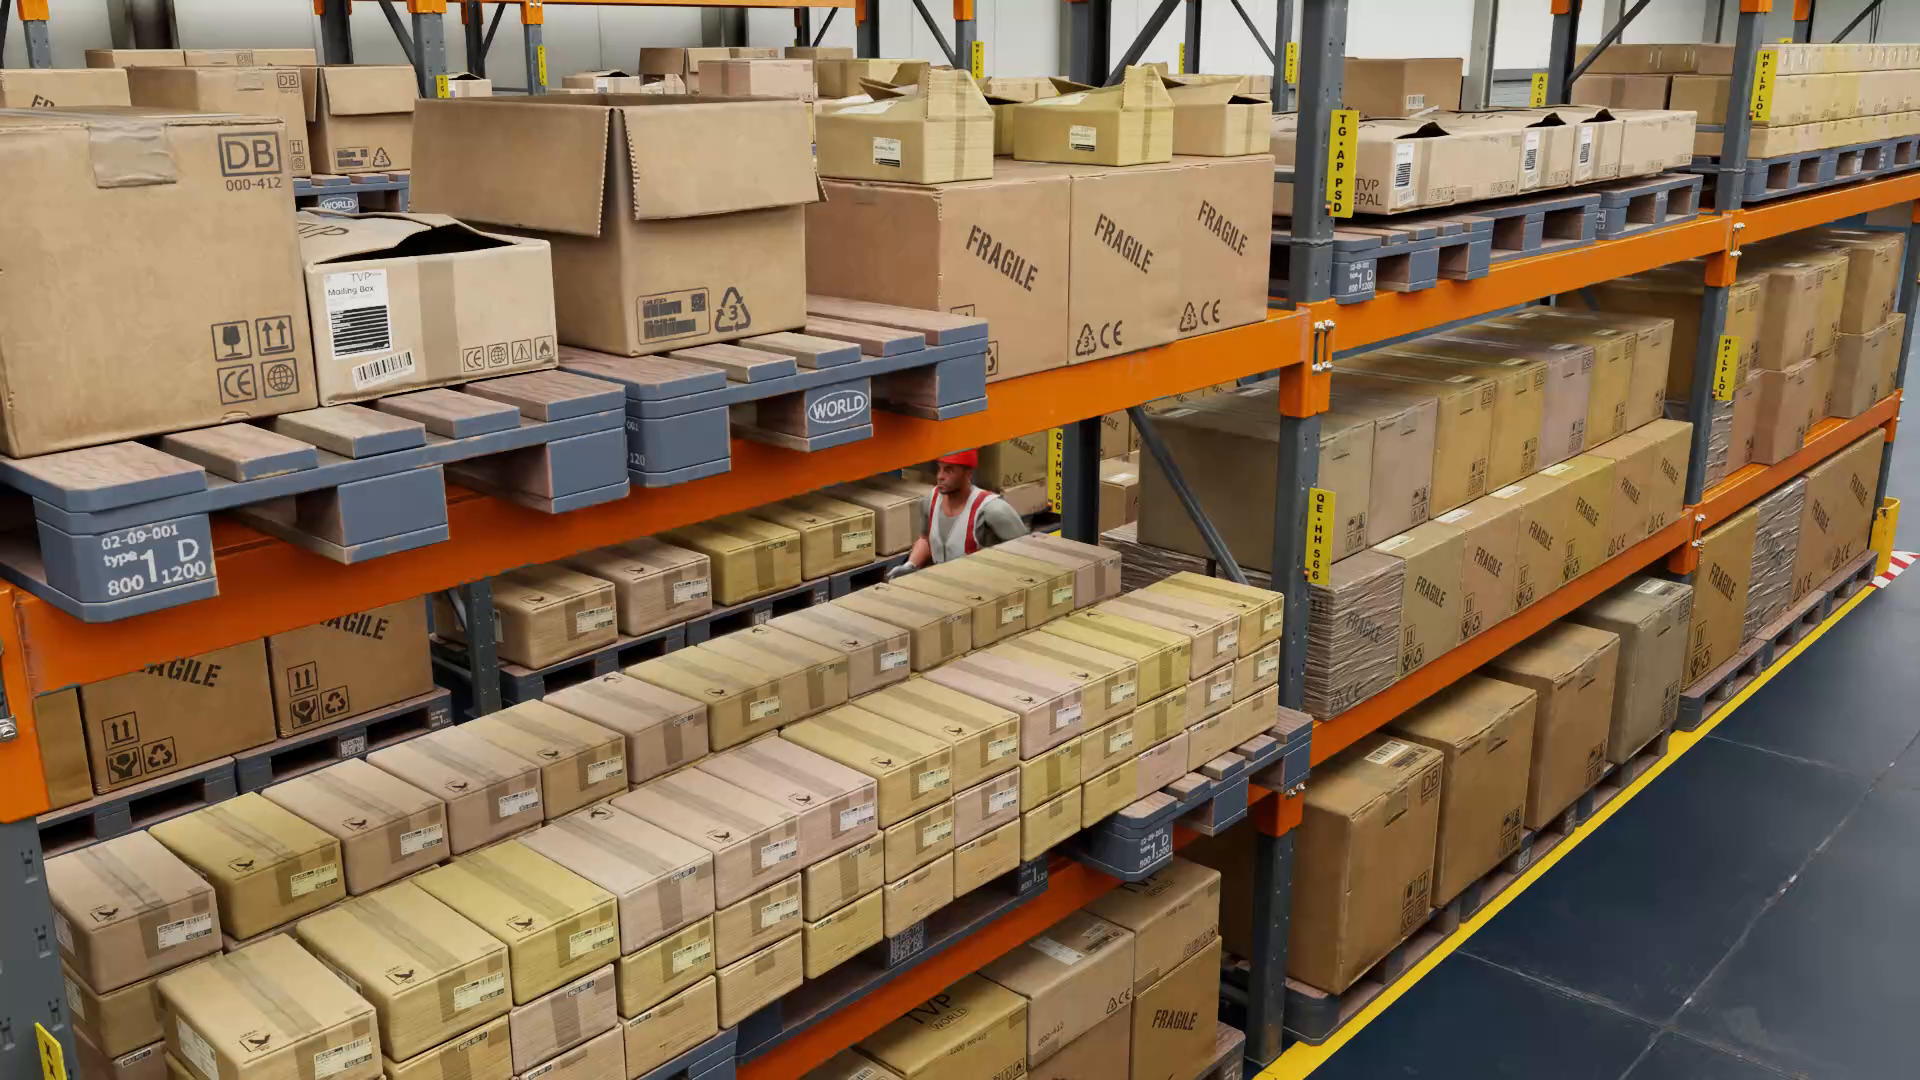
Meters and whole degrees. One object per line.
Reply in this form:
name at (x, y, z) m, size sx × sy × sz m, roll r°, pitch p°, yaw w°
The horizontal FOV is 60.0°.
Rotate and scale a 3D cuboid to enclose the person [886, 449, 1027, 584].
person at (0.039, 0.323, 8.490) m, size 0.735 × 1.746 × 0.692 m, roll -16°, pitch 23°, yaw -42°
